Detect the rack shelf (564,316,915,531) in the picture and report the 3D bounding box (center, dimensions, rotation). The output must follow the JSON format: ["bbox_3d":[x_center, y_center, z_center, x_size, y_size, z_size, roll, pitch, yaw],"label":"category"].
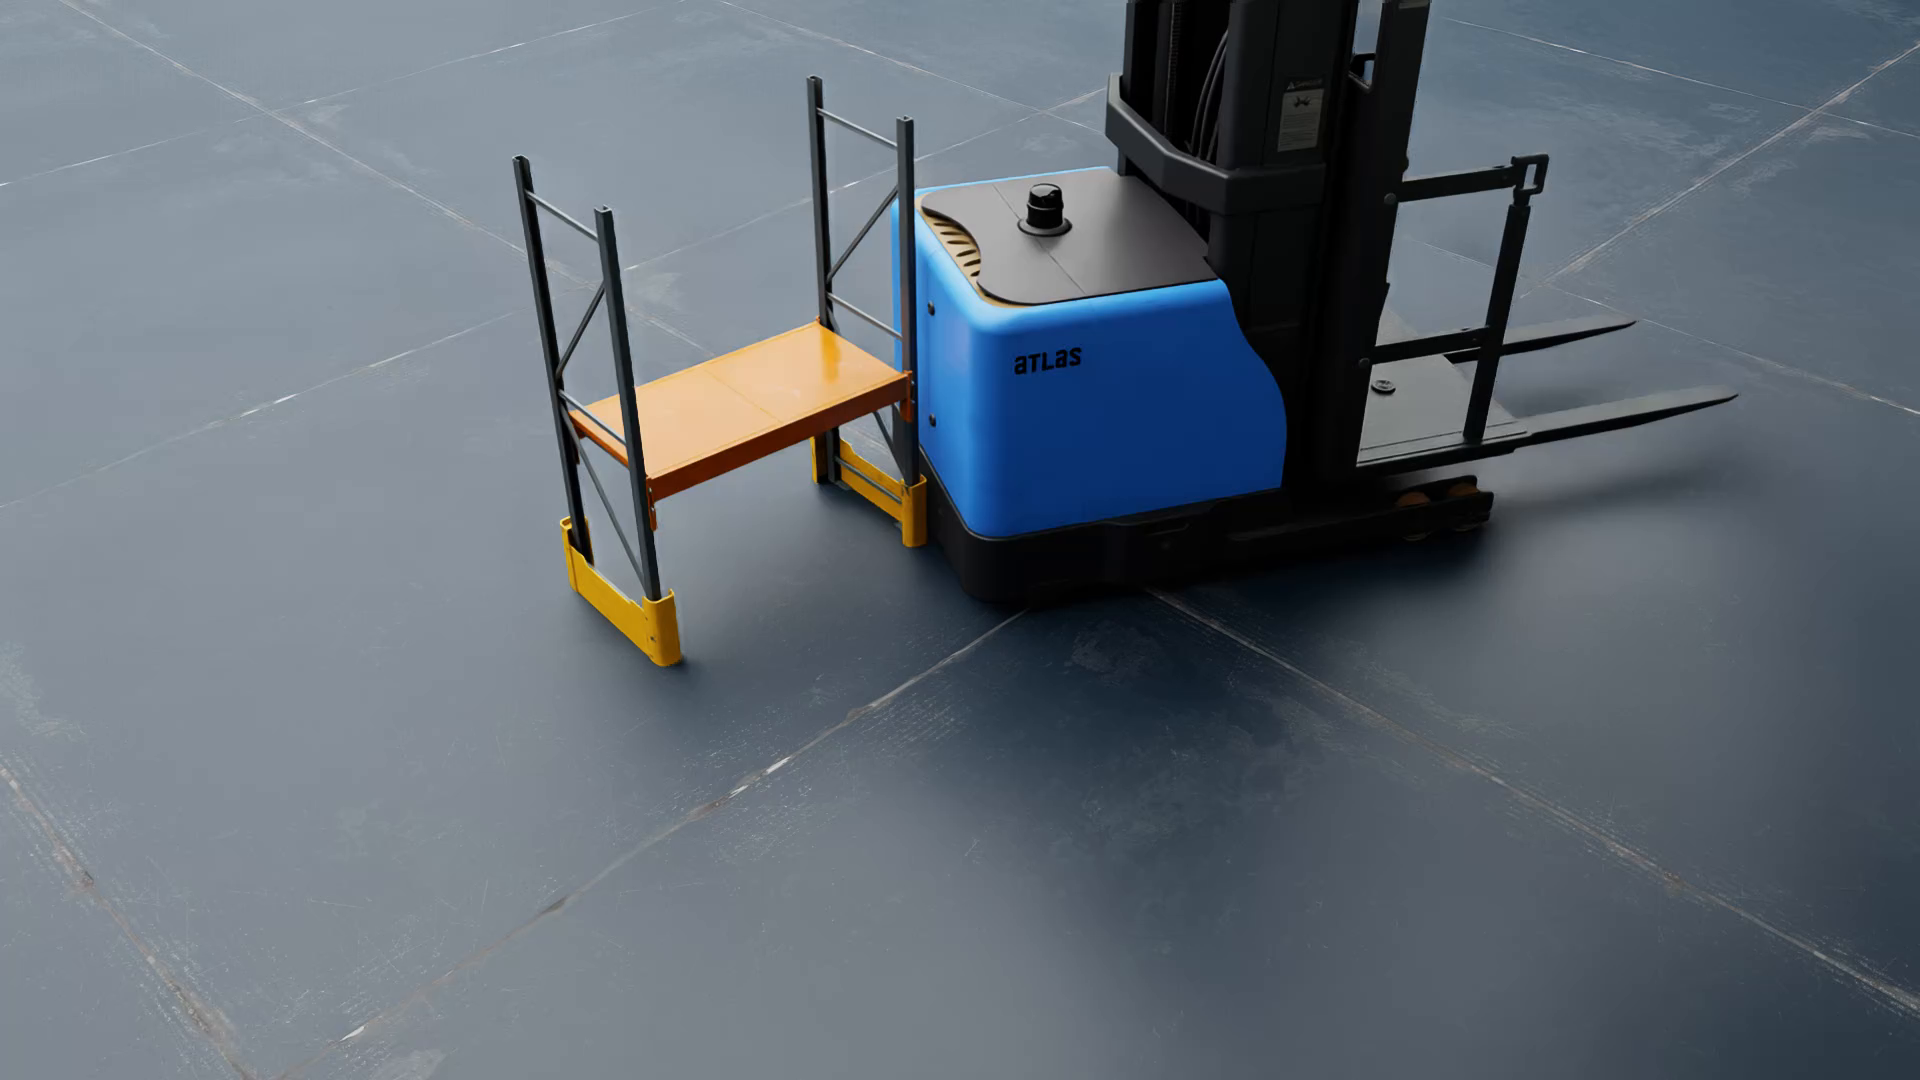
[{"bbox_3d":[-0.699,-0.397,5.323,1.000,0.185,0.538,-26,42,-32],"label":"rack shelf"}]

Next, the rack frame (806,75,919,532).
[{"bbox_3d":[-0.310,-0.732,5.488,0.032,1.500,0.500,-26,42,-32],"label":"rack frame"}]

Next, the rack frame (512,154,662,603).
[{"bbox_3d":[-1.087,-0.357,4.951,0.032,1.500,0.500,-26,42,-32],"label":"rack frame"}]

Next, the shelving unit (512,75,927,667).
[{"bbox_3d":[-0.706,-0.541,5.215,1.083,1.500,0.587,-26,42,-32],"label":"shelving unit"}]

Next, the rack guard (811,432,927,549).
[{"bbox_3d":[-0.325,-0.212,5.836,0.087,0.250,0.587,-26,42,-32],"label":"rack guard"}]

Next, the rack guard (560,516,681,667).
[{"bbox_3d":[-1.086,0.155,5.309,0.087,0.250,0.587,-26,42,-32],"label":"rack guard"}]

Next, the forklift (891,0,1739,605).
[{"bbox_3d":[1.330,-1.477,5.306,3.031,2.935,1.130,-10,36,-14],"label":"forklift"}]
